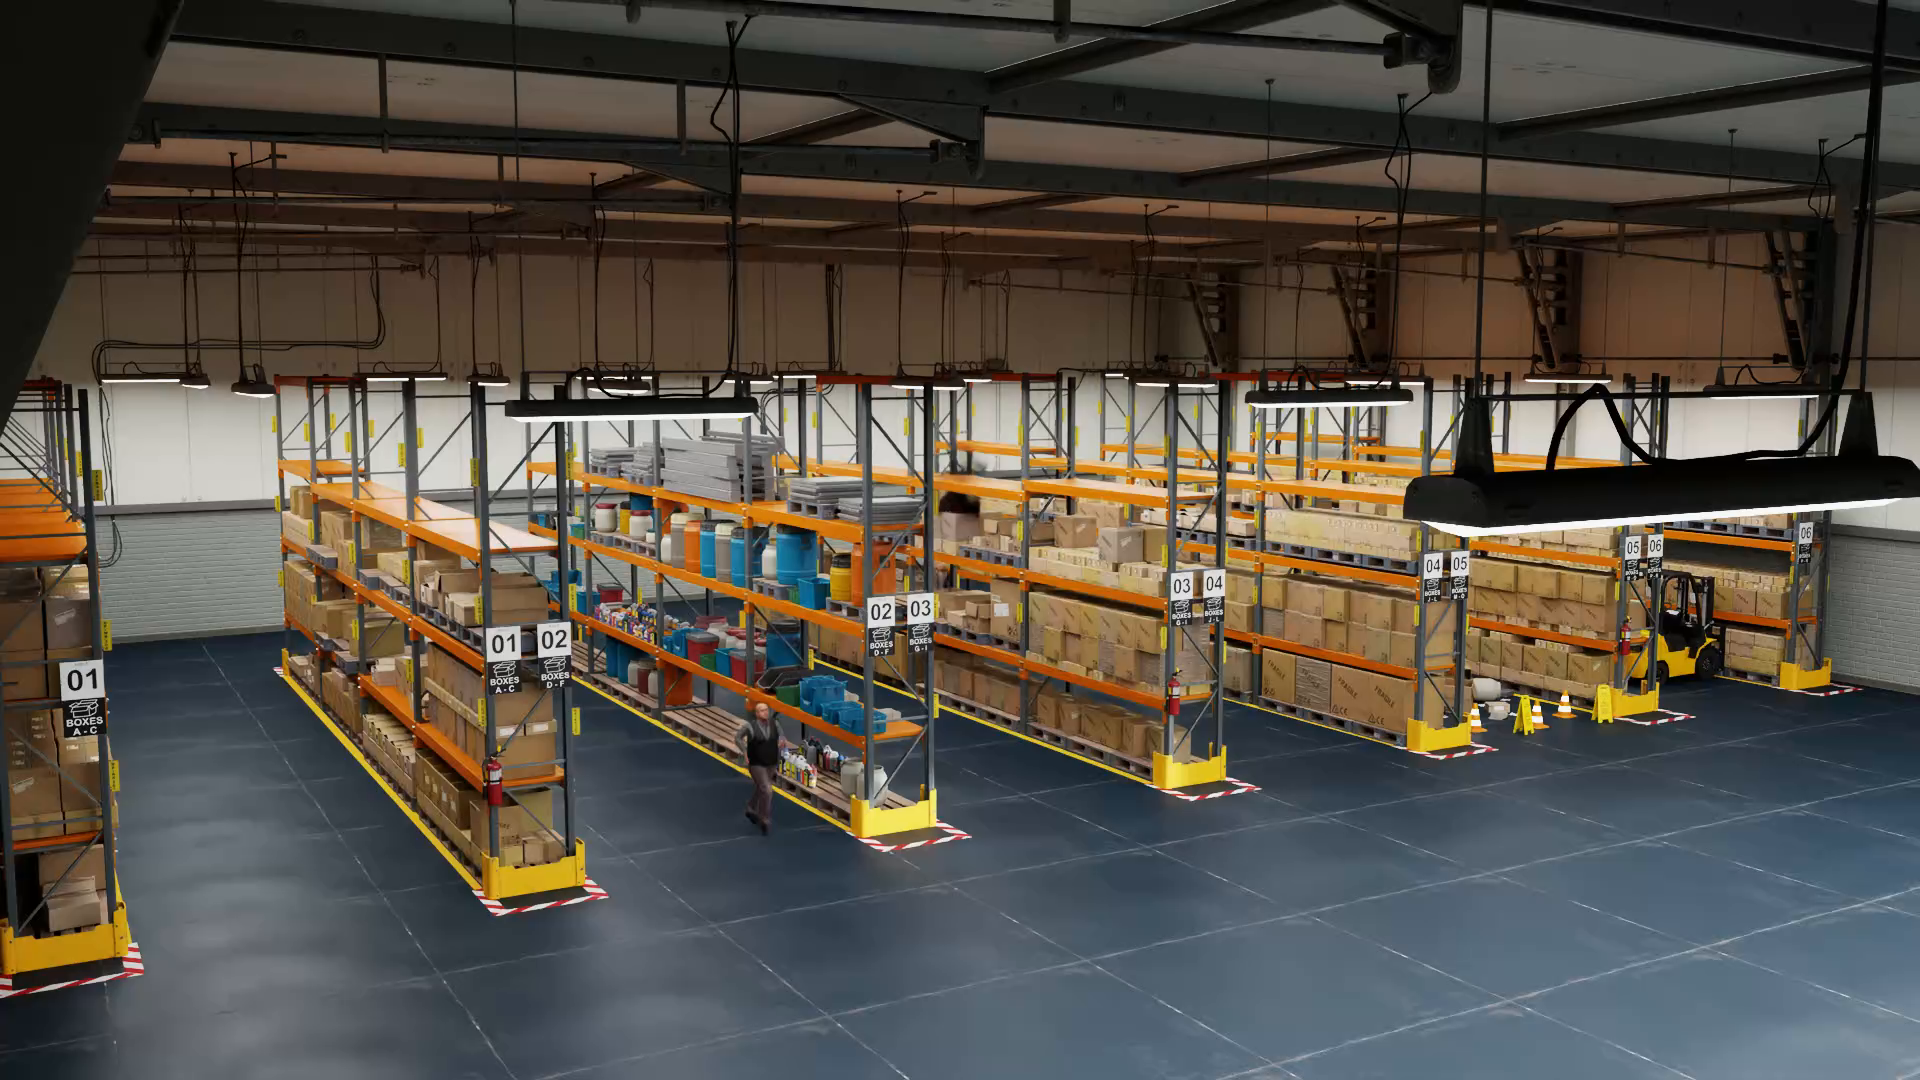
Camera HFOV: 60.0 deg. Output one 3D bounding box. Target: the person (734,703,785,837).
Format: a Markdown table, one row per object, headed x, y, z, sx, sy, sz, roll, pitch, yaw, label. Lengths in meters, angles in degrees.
| x | y | z | sx | sy | sz | roll | pitch | yaw | label |
| --- | --- | --- | --- | --- | --- | --- | --- | --- | --- |
| -2.636 | 3.054 | 22.299 | 0.628 | 1.791 | 0.781 | -5 | 8 | -41 | person |

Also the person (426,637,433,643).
| x | y | z | sx | sy | sz | roll | pitch | yaw | label |
| --- | --- | --- | --- | --- | --- | --- | --- | --- | --- |
| -10.373 | 1.859 | 32.972 | 0.704 | 1.728 | 0.654 | -6 | 9 | -43 | person |

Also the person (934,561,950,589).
| x | y | z | sx | sy | sz | roll | pitch | yaw | label |
| --- | --- | --- | --- | --- | --- | --- | --- | --- | --- |
| -0.486 | 1.320 | 37.844 | 0.726 | 1.780 | 0.862 | -2 | 7 | -20 | person |
